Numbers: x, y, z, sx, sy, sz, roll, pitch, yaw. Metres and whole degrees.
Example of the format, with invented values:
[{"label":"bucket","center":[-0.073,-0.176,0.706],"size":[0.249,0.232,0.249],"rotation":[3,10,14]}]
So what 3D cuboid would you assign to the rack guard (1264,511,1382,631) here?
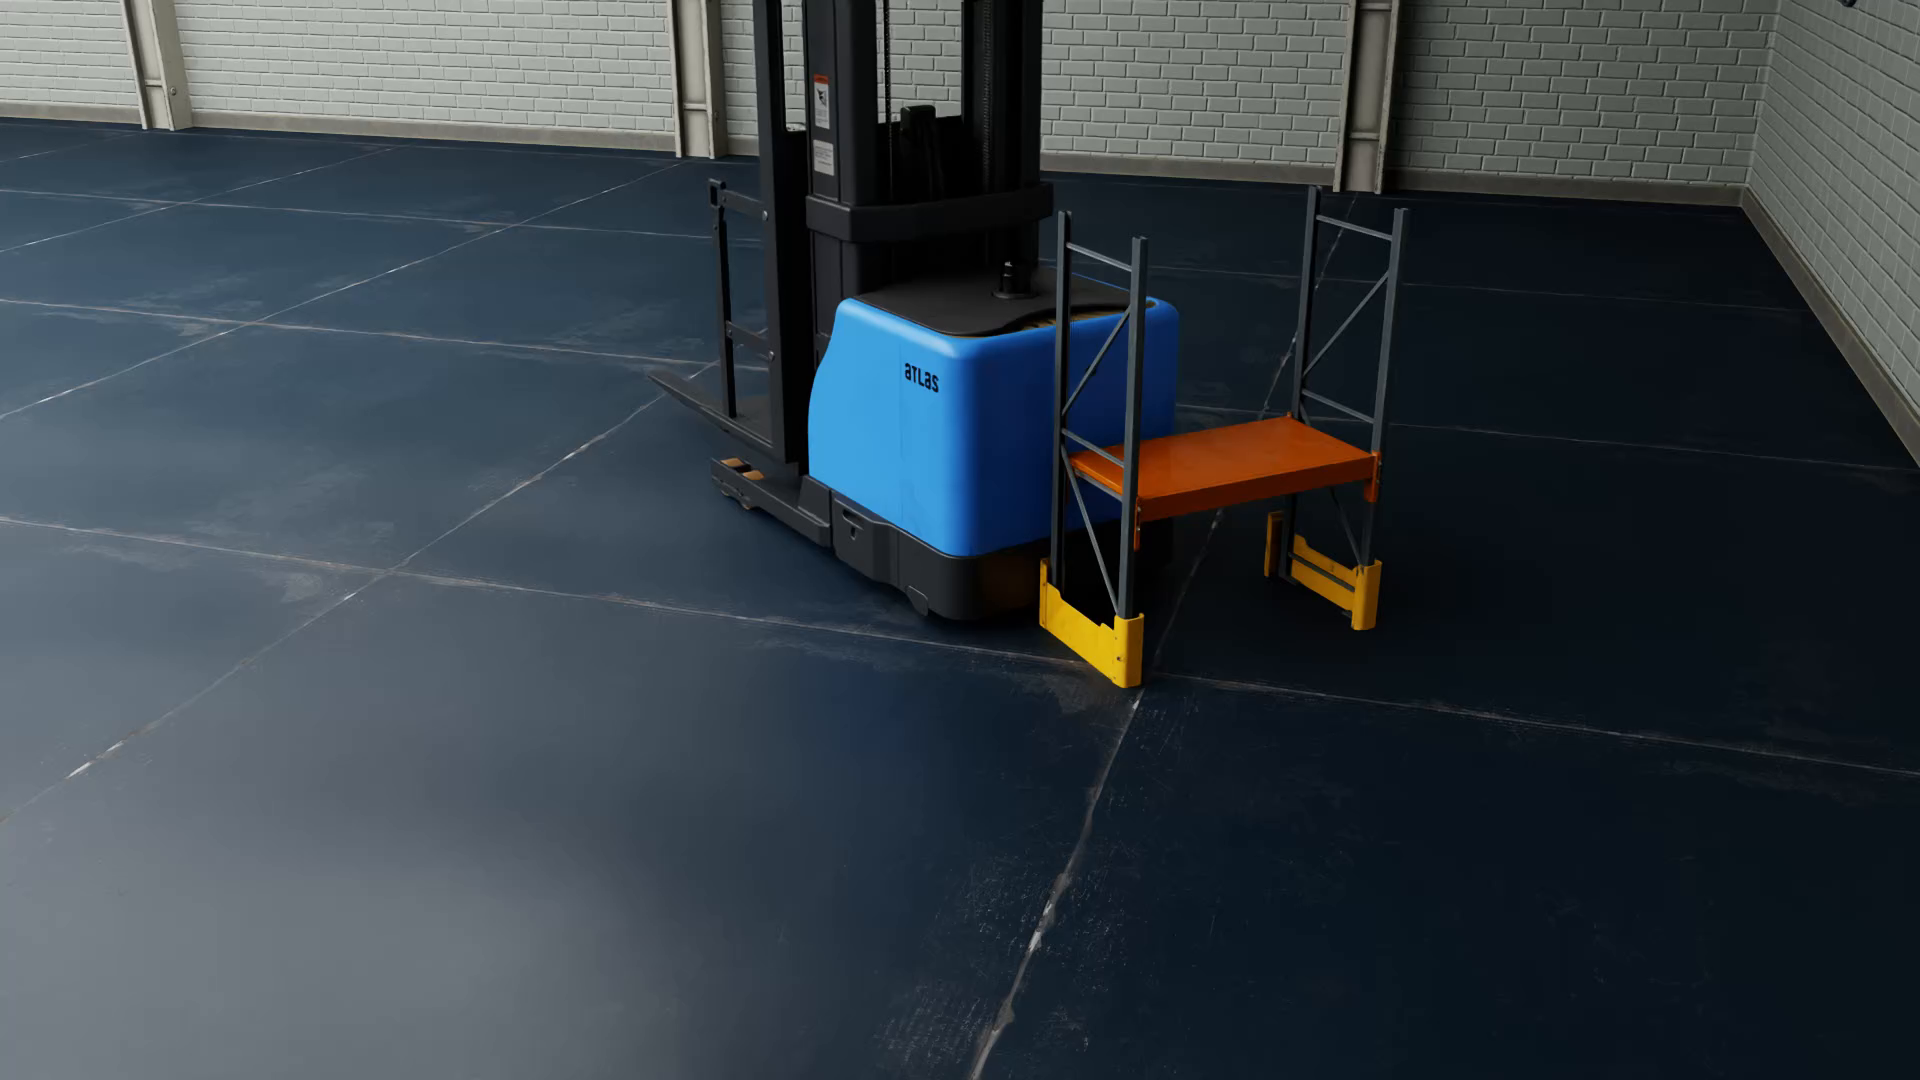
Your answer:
[{"label":"rack guard","center":[1.339,0.107,6.179],"size":[0.087,0.250,0.587],"rotation":[-11,25,-25]}]

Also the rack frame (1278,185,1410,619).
[{"label":"rack frame","center":[1.356,-0.474,5.950],"size":[0.032,1.500,0.500],"rotation":[-11,25,-25]}]

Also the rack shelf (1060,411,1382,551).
[{"label":"rack shelf","center":[0.902,-0.221,5.808],"size":[1.000,0.185,0.538],"rotation":[-11,25,-25]}]

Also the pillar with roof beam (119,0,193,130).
[{"label":"pillar with roof beam","center":[-9.394,-6.849,11.610],"size":[0.400,9.000,9.100],"rotation":[7,23,16]}]

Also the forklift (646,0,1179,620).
[{"label":"forklift","center":[-0.426,-1.575,6.749],"size":[1.130,2.935,3.031],"rotation":[-14,26,-31]}]

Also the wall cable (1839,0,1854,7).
[{"label":"wall cable","center":[5.777,-4.858,10.847],"size":[0.112,2.526,3.097],"rotation":[7,23,16]}]

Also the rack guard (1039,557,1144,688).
[{"label":"rack guard","center":[0.448,0.277,5.766],"size":[0.087,0.250,0.587],"rotation":[-11,25,-25]}]

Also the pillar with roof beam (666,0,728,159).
[{"label":"pillar with roof beam","center":[-3.650,-6.191,10.006],"size":[0.400,9.000,9.100],"rotation":[7,23,16]}]

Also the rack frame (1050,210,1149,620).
[{"label":"rack frame","center":[0.447,-0.301,5.529],"size":[0.032,1.500,0.500],"rotation":[-11,25,-25]}]

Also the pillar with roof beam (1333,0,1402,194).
[{"label":"pillar with roof beam","center":[2.095,-5.534,8.403],"size":[0.400,9.000,9.100],"rotation":[7,23,16]}]

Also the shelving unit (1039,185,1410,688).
[{"label":"shelving unit","center":[0.893,-0.386,5.736],"size":[1.083,1.500,0.587],"rotation":[-11,25,-25]}]
